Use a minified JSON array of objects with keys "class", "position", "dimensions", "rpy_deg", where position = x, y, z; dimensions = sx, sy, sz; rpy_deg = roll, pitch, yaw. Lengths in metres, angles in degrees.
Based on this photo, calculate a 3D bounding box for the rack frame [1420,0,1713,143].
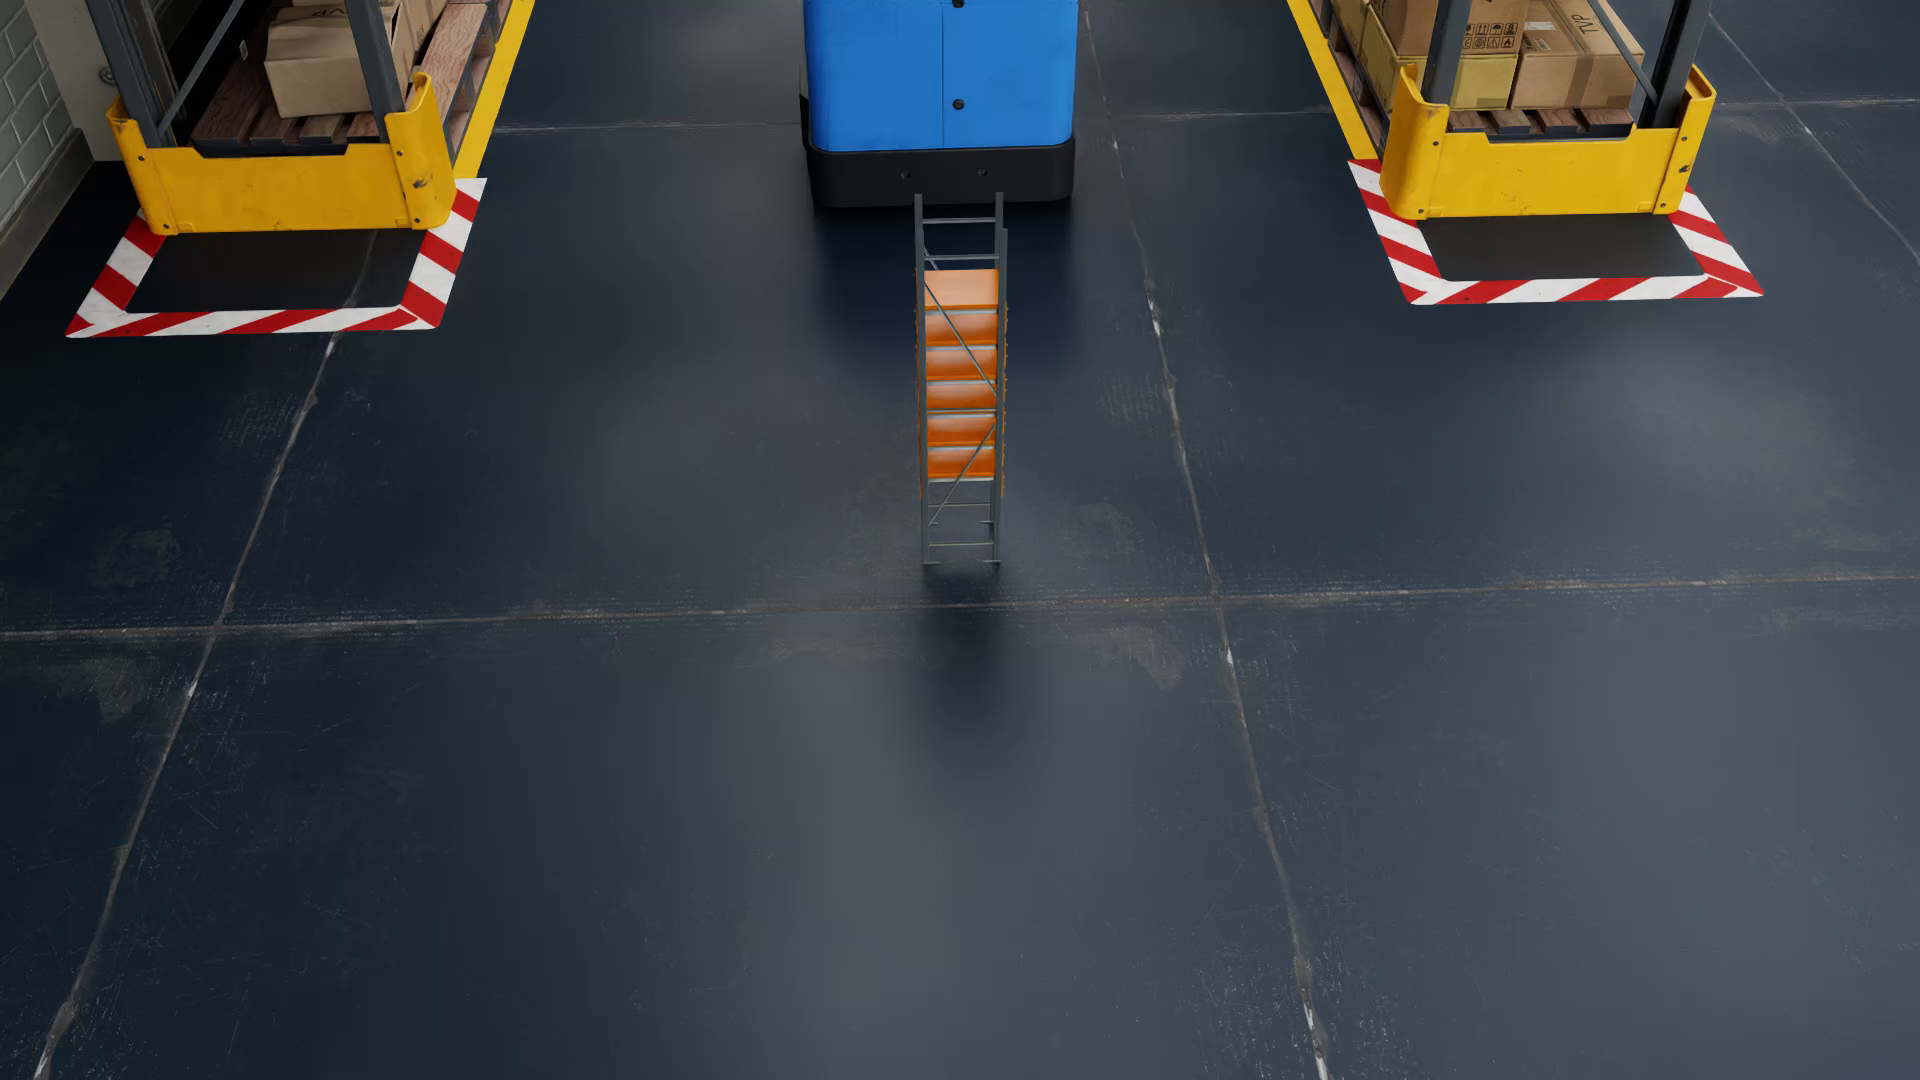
[{"class":"rack frame","position":[2.314,-2.533,5.794],"dimensions":[1.000,3.000,0.127],"rpy_deg":[-2,43,-2]}]

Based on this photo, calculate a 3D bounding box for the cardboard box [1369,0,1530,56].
[{"class":"cardboard box","position":[1.994,-2.304,6.713],"dimensions":[0.500,0.500,0.500],"rpy_deg":[-2,43,-2]}]

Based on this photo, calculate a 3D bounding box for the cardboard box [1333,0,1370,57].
[{"class":"cardboard box","position":[1.963,-2.365,7.335],"dimensions":[0.500,0.250,0.500],"rpy_deg":[-2,43,-2]}]

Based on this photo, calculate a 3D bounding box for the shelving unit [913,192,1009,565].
[{"class":"shelving unit","position":[0.001,-0.433,4.834],"dimensions":[0.258,1.200,0.189],"rpy_deg":[-2,43,-2]}]

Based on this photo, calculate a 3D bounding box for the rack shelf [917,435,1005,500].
[{"class":"rack shelf","position":[0.001,-0.223,5.026],"dimensions":[0.258,0.103,0.180],"rpy_deg":[-2,43,-2]}]

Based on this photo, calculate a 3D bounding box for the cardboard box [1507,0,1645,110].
[{"class":"cardboard box","position":[2.514,-2.043,6.983],"dimensions":[0.500,0.250,0.500],"rpy_deg":[-2,43,-2]}]

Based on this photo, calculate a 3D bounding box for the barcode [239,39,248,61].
[{"class":"barcode","position":[-2.975,-2.033,6.906],"dimensions":[0.001,0.075,0.075],"rpy_deg":[-2,43,-2]}]

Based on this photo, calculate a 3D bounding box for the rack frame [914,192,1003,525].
[{"class":"rack frame","position":[-0.003,-0.494,4.901],"dimensions":[0.240,1.200,0.006],"rpy_deg":[-2,43,-2]}]

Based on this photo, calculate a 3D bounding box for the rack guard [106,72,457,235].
[{"class":"rack guard","position":[-2.638,-1.518,6.537],"dimensions":[1.175,0.500,0.348],"rpy_deg":[-2,43,-2]}]

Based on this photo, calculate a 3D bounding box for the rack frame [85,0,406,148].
[{"class":"rack frame","position":[-2.635,-2.389,5.636],"dimensions":[1.000,3.000,0.127],"rpy_deg":[-2,43,-2]}]

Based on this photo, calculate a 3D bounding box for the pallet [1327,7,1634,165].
[{"class":"pallet","position":[2.240,-2.020,7.298],"dimensions":[1.003,0.211,1.213],"rpy_deg":[-2,43,-2]}]

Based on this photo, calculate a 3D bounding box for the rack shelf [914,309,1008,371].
[{"class":"rack shelf","position":[0.001,-0.577,4.702],"dimensions":[0.258,0.103,0.180],"rpy_deg":[-2,43,-2]}]

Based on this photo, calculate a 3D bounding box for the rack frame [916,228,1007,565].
[{"class":"rack frame","position":[0.004,-0.371,4.767],"dimensions":[0.240,1.200,0.006],"rpy_deg":[-2,43,-2]}]

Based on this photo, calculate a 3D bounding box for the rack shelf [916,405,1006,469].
[{"class":"rack shelf","position":[0.001,-0.311,4.945],"dimensions":[0.258,0.103,0.180],"rpy_deg":[-2,43,-2]}]

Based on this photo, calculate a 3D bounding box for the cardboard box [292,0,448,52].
[{"class":"cardboard box","position":[-2.599,-2.414,7.328],"dimensions":[0.500,0.311,0.500],"rpy_deg":[2,43,2]}]

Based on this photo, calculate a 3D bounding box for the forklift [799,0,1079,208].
[{"class":"forklift","position":[-0.152,-3.379,6.768],"dimensions":[1.130,2.935,3.031],"rpy_deg":[-2,43,-3]}]

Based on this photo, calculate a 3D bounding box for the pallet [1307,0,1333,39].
[{"class":"pallet","position":[2.191,-2.842,8.194],"dimensions":[1.003,0.211,1.213],"rpy_deg":[-2,43,-2]}]

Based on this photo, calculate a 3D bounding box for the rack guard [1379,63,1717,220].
[{"class":"rack guard","position":[2.315,-1.596,6.621],"dimensions":[1.175,0.500,0.348],"rpy_deg":[-2,43,-2]}]

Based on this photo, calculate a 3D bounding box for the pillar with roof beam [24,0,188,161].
[{"class":"pillar with roof beam","position":[0.772,-5.171,4.232],"dimensions":[9.100,9.000,0.400],"rpy_deg":[-2,43,-2]}]

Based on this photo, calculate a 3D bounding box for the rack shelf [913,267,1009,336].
[{"class":"rack shelf","position":[0.001,-0.665,4.621],"dimensions":[0.258,0.103,0.180],"rpy_deg":[-2,43,-2]}]

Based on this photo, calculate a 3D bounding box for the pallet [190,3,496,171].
[{"class":"pallet","position":[-2.637,-1.961,7.234],"dimensions":[1.003,0.211,1.213],"rpy_deg":[-2,43,-2]}]

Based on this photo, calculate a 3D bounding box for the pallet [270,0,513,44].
[{"class":"pallet","position":[-2.686,-2.783,8.130],"dimensions":[1.003,0.211,1.213],"rpy_deg":[-2,43,-2]}]

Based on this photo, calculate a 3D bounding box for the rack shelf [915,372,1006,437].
[{"class":"rack shelf","position":[0.001,-0.400,4.864],"dimensions":[0.258,0.103,0.180],"rpy_deg":[-2,43,-2]}]

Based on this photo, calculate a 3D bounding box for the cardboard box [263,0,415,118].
[{"class":"cardboard box","position":[-2.574,-2.029,6.908],"dimensions":[0.500,0.311,0.500],"rpy_deg":[-6,43,-7]}]

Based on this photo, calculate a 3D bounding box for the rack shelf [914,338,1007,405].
[{"class":"rack shelf","position":[0.001,-0.488,4.783],"dimensions":[0.258,0.103,0.180],"rpy_deg":[-2,43,-2]}]

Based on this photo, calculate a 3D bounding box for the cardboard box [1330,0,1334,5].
[{"class":"cardboard box","position":[1.940,-2.703,7.703],"dimensions":[0.500,0.250,0.500],"rpy_deg":[-2,43,-2]}]

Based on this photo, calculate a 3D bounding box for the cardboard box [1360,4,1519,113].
[{"class":"cardboard box","position":[1.996,-2.028,6.967],"dimensions":[0.500,0.250,0.500],"rpy_deg":[-2,43,-2]}]
